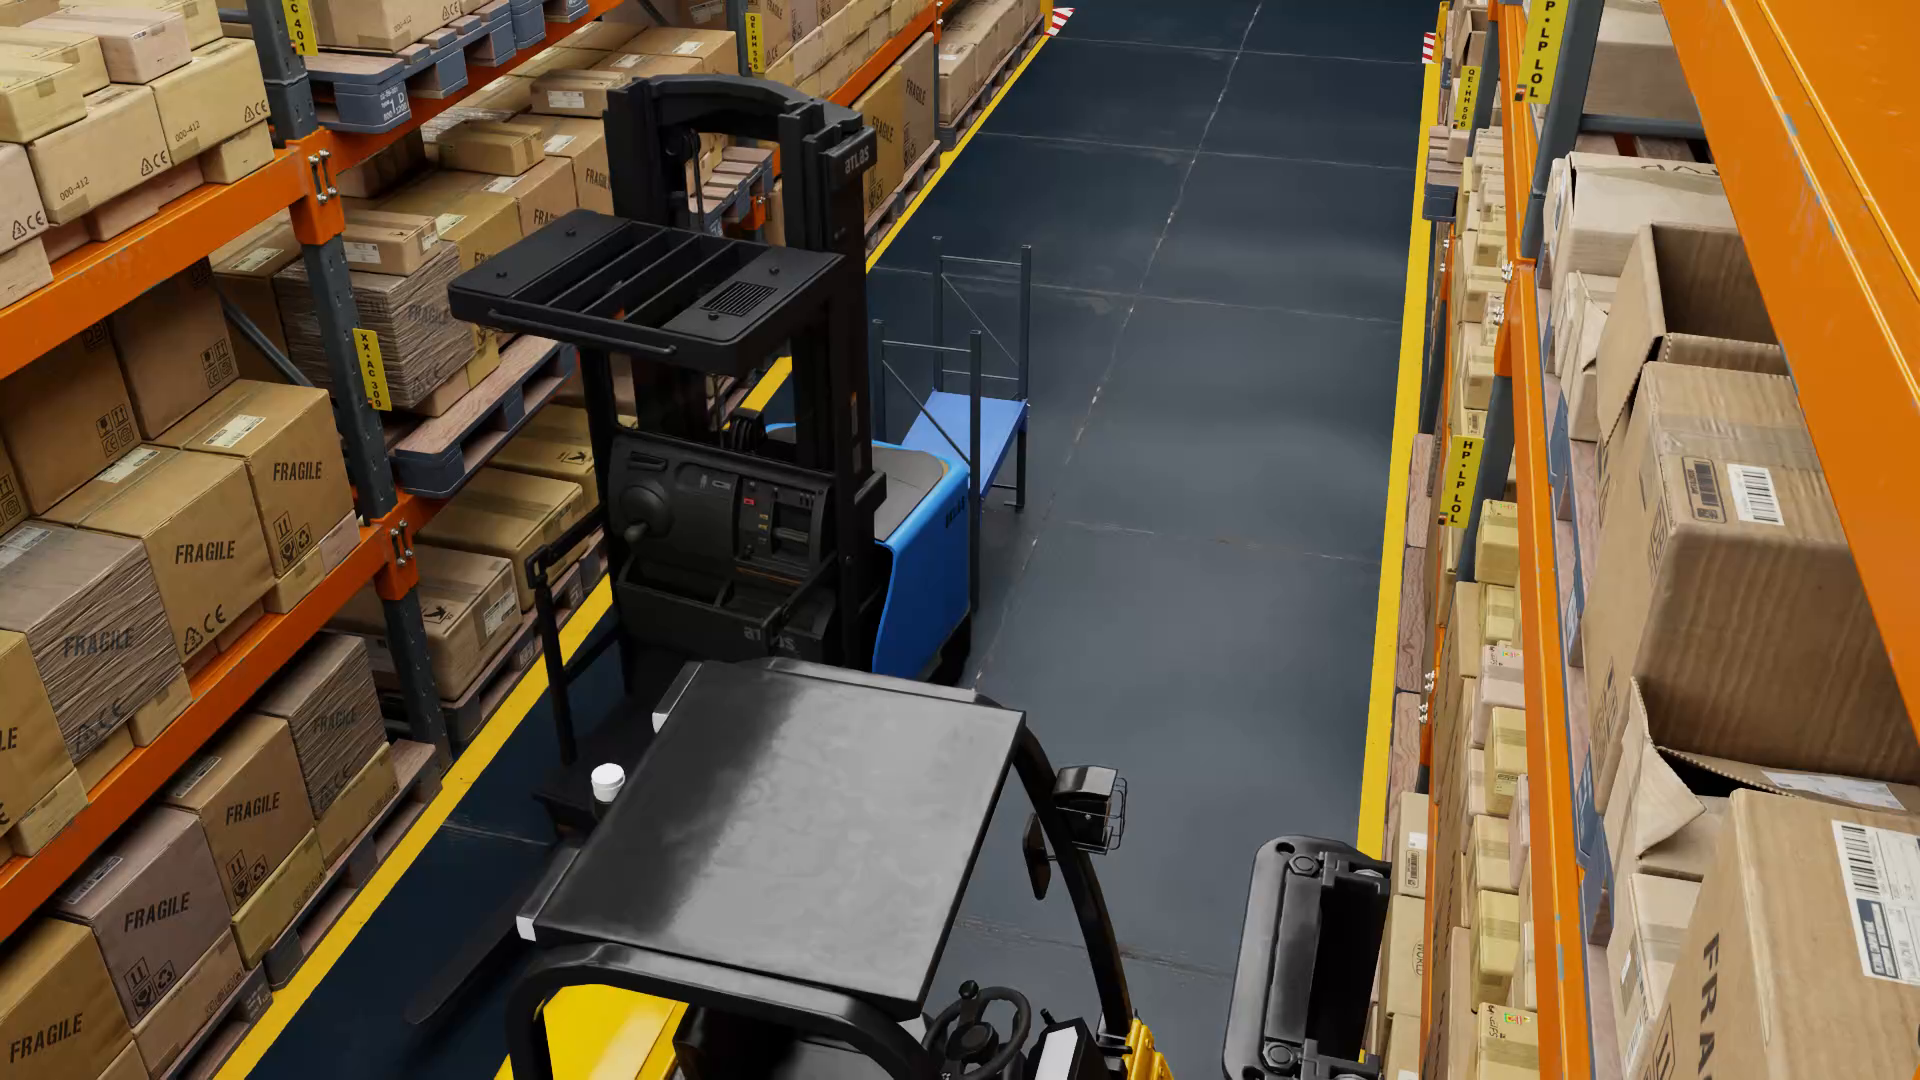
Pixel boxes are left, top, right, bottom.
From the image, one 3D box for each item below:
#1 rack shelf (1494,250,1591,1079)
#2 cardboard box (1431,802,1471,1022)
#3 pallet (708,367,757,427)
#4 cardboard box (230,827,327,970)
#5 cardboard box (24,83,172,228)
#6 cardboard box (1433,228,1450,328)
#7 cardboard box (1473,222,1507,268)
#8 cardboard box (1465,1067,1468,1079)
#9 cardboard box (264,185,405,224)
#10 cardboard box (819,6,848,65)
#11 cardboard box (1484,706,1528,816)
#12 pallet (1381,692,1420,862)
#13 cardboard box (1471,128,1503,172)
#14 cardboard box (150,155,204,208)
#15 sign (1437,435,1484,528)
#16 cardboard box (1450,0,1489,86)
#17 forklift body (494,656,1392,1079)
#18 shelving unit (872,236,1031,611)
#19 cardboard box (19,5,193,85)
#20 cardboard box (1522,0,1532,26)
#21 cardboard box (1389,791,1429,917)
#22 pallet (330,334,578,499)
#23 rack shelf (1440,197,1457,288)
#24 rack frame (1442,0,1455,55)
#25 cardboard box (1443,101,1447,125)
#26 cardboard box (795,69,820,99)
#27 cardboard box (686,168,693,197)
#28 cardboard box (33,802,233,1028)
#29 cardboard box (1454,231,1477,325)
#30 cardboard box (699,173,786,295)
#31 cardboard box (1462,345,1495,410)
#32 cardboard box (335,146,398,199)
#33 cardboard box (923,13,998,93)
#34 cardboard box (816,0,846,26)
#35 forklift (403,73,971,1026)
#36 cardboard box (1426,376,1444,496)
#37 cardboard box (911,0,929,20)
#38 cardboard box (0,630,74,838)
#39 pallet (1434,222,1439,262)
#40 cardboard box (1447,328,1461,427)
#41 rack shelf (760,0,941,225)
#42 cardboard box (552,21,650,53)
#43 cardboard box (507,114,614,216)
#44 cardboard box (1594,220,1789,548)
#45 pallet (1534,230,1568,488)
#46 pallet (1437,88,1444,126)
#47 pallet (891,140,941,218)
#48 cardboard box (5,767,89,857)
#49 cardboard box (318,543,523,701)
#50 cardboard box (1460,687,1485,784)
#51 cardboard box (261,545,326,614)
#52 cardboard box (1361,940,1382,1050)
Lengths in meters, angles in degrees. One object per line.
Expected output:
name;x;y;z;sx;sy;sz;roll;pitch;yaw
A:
rack shelf;1.598;0.419;3.170;1.077;0.370;4.000;8;33;12
cardboard box;1.497;1.031;4.239;0.500;0.500;0.500;8;33;12
pallet;-1.881;-0.824;9.850;1.003;0.211;1.213;8;33;12
cardboard box;-2.712;1.273;6.122;0.500;0.250;0.500;7;33;11
cardboard box;-2.675;-1.131;4.799;0.500;0.250;0.500;7;33;12
cardboard box;3.288;-1.634;10.463;0.500;0.500;0.500;9;34;14
cardboard box;2.438;-1.252;7.226;0.380;0.149;0.250;9;33;13
cardboard box;1.209;1.216;3.344;0.380;0.149;0.250;8;33;13
cardboard box;-2.677;-1.204;7.086;0.500;0.500;0.500;8;33;13
cardboard box;-1.043;-3.308;10.832;0.500;0.250;0.500;8;33;12
cardboard box;1.498;0.566;4.088;0.380;0.149;0.250;8;33;12
pallet;2.255;1.132;6.772;1.003;0.211;1.213;8;33;12
cardboard box;2.755;-1.923;8.281;0.380;0.149;0.250;9;34;14
cardboard box;-2.631;-1.166;5.227;0.380;0.149;0.250;8;33;13
sign;1.578;-0.181;5.233;0.100;0.325;0.005;8;33;12
cardboard box;3.466;-3.131;10.395;0.700;0.500;0.500;8;33;12
forklift body;-0.193;1.545;4.315;2.313;2.155;1.214;8;33;12
shelving unit;-0.022;-0.589;8.278;0.538;1.500;1.048;8;33;12
cardboard box;-2.558;-1.488;4.989;0.380;0.149;0.250;7;33;11
cardboard box;2.248;-1.912;5.764;0.500;0.311;0.500;7;33;11
cardboard box;1.679;1.113;5.443;0.500;0.250;0.500;8;33;12
pallet;-2.362;-0.627;7.118;1.003;0.211;1.213;8;33;12
rack shelf;3.628;-2.467;10.505;1.077;0.370;4.000;8;33;12
rack frame;5.151;-5.884;15.210;1.000;3.000;0.127;8;33;12
cardboard box;4.084;-3.346;13.374;0.396;0.266;0.258;9;34;14
cardboard box;-1.201;-2.832;10.548;0.500;0.250;0.500;7;33;11
cardboard box;-1.627;-1.860;8.723;0.380;0.149;0.250;6;33;10
cardboard box;-2.843;1.209;5.525;0.500;0.500;0.500;10;34;15
cardboard box;2.493;-1.154;7.444;0.500;0.250;0.500;7;33;11
cardboard box;-1.426;-2.034;10.743;0.875;0.875;0.875;8;33;12
cardboard box;2.077;-0.591;6.186;0.380;0.149;0.250;7;33;11
cardboard box;-2.635;-1.579;7.072;0.380;0.149;0.250;7;33;11
cardboard box;-0.177;-4.354;14.800;0.875;0.438;0.875;7;33;11
cardboard box;-1.057;-3.618;10.621;0.500;0.500;0.500;9;34;14
forklift;-1.007;-0.065;6.120;1.130;2.935;3.031;13;35;20
cardboard box;2.949;-0.586;8.698;0.875;0.625;0.625;9;34;14
cardboard box;-0.536;-4.152;12.625;0.500;0.250;0.500;7;33;11
cardboard box;-2.945;0.570;4.686;0.500;0.500;0.500;7;33;11
pallet;3.966;-2.204;12.021;1.003;0.211;1.213;8;33;12
cardboard box;2.382;-0.675;7.155;0.500;0.250;0.500;9;34;14
rack shelf;-1.174;-3.141;11.565;1.077;0.370;4.000;8;33;12
cardboard box;-2.019;-2.549;9.202;0.500;0.500;0.500;7;33;11
cardboard box;-1.915;-1.663;7.808;0.500;0.500;0.500;7;33;10
cardboard box;1.509;-0.189;2.875;0.797;0.503;0.637;9;34;14
pallet;1.914;-0.439;3.932;1.003;0.211;1.213;8;33;12
pallet;4.619;-3.623;14.252;1.003;0.211;1.213;8;33;12
pallet;-0.789;-2.895;13.107;1.003;0.211;1.213;8;33;12
cardboard box;-2.862;0.778;4.964;0.380;0.149;0.250;8;33;13
cardboard box;-2.566;0.328;7.495;0.950;0.372;0.625;8;33;13
cardboard box;1.533;0.548;4.394;0.380;0.149;0.250;9;33;13
cardboard box;-2.540;0.114;6.009;0.380;0.149;0.250;9;33;13
cardboard box;1.663;1.532;5.715;0.500;0.250;0.500;8;33;13
